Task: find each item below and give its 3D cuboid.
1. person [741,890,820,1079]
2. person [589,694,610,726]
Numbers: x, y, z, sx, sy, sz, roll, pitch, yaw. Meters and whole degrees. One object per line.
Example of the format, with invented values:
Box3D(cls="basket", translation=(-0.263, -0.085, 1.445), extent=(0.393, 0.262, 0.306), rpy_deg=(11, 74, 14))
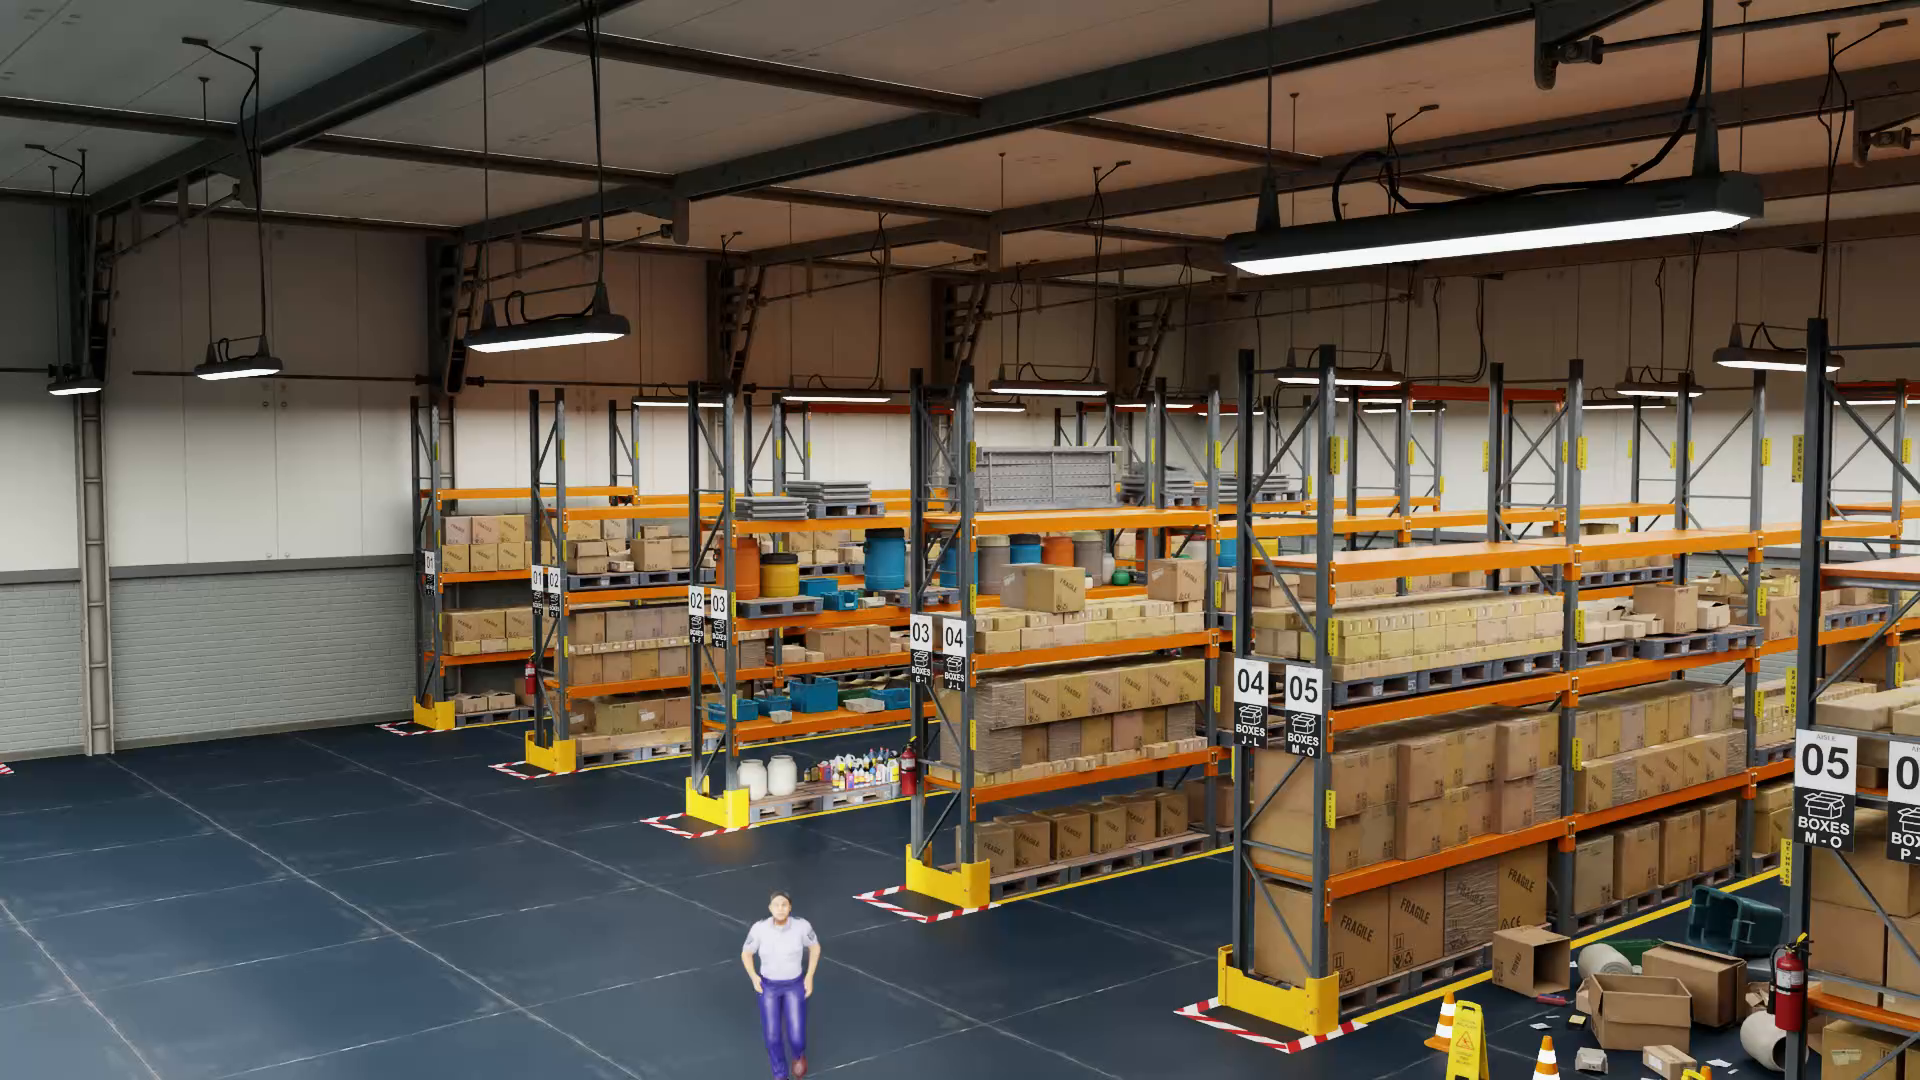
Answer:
Box3D(cls="person", translation=(-1.428, 3.579, 13.225), extent=(0.621, 1.610, 0.548), rpy_deg=(0, 3, -3))
Box3D(cls="person", translation=(-6.182, 2.586, 28.821), extent=(0.899, 1.745, 0.665), rpy_deg=(-3, 5, -44))
